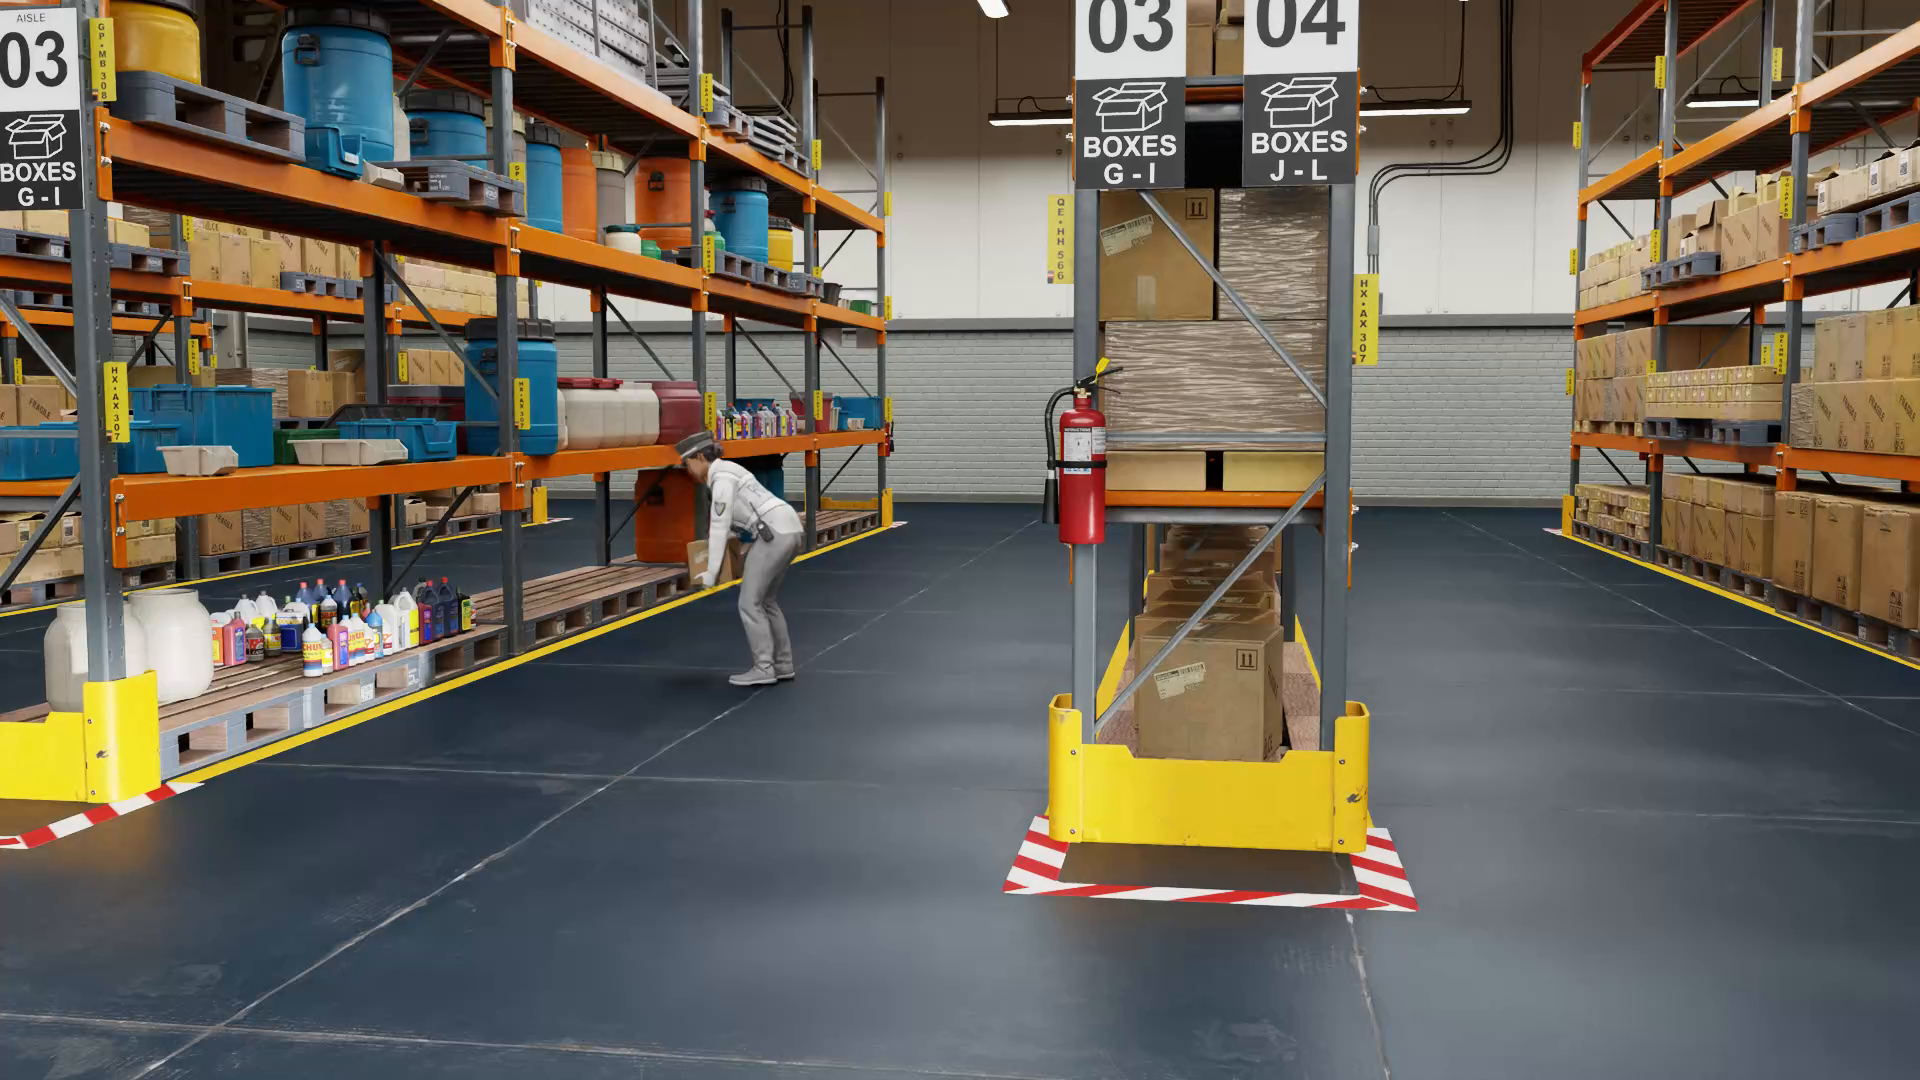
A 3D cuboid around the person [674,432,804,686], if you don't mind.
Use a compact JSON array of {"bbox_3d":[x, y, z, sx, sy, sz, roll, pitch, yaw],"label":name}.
[{"bbox_3d":[-1.303,0.105,9.773,0.758,1.483,0.409,1,5,7],"label":"person"}]
